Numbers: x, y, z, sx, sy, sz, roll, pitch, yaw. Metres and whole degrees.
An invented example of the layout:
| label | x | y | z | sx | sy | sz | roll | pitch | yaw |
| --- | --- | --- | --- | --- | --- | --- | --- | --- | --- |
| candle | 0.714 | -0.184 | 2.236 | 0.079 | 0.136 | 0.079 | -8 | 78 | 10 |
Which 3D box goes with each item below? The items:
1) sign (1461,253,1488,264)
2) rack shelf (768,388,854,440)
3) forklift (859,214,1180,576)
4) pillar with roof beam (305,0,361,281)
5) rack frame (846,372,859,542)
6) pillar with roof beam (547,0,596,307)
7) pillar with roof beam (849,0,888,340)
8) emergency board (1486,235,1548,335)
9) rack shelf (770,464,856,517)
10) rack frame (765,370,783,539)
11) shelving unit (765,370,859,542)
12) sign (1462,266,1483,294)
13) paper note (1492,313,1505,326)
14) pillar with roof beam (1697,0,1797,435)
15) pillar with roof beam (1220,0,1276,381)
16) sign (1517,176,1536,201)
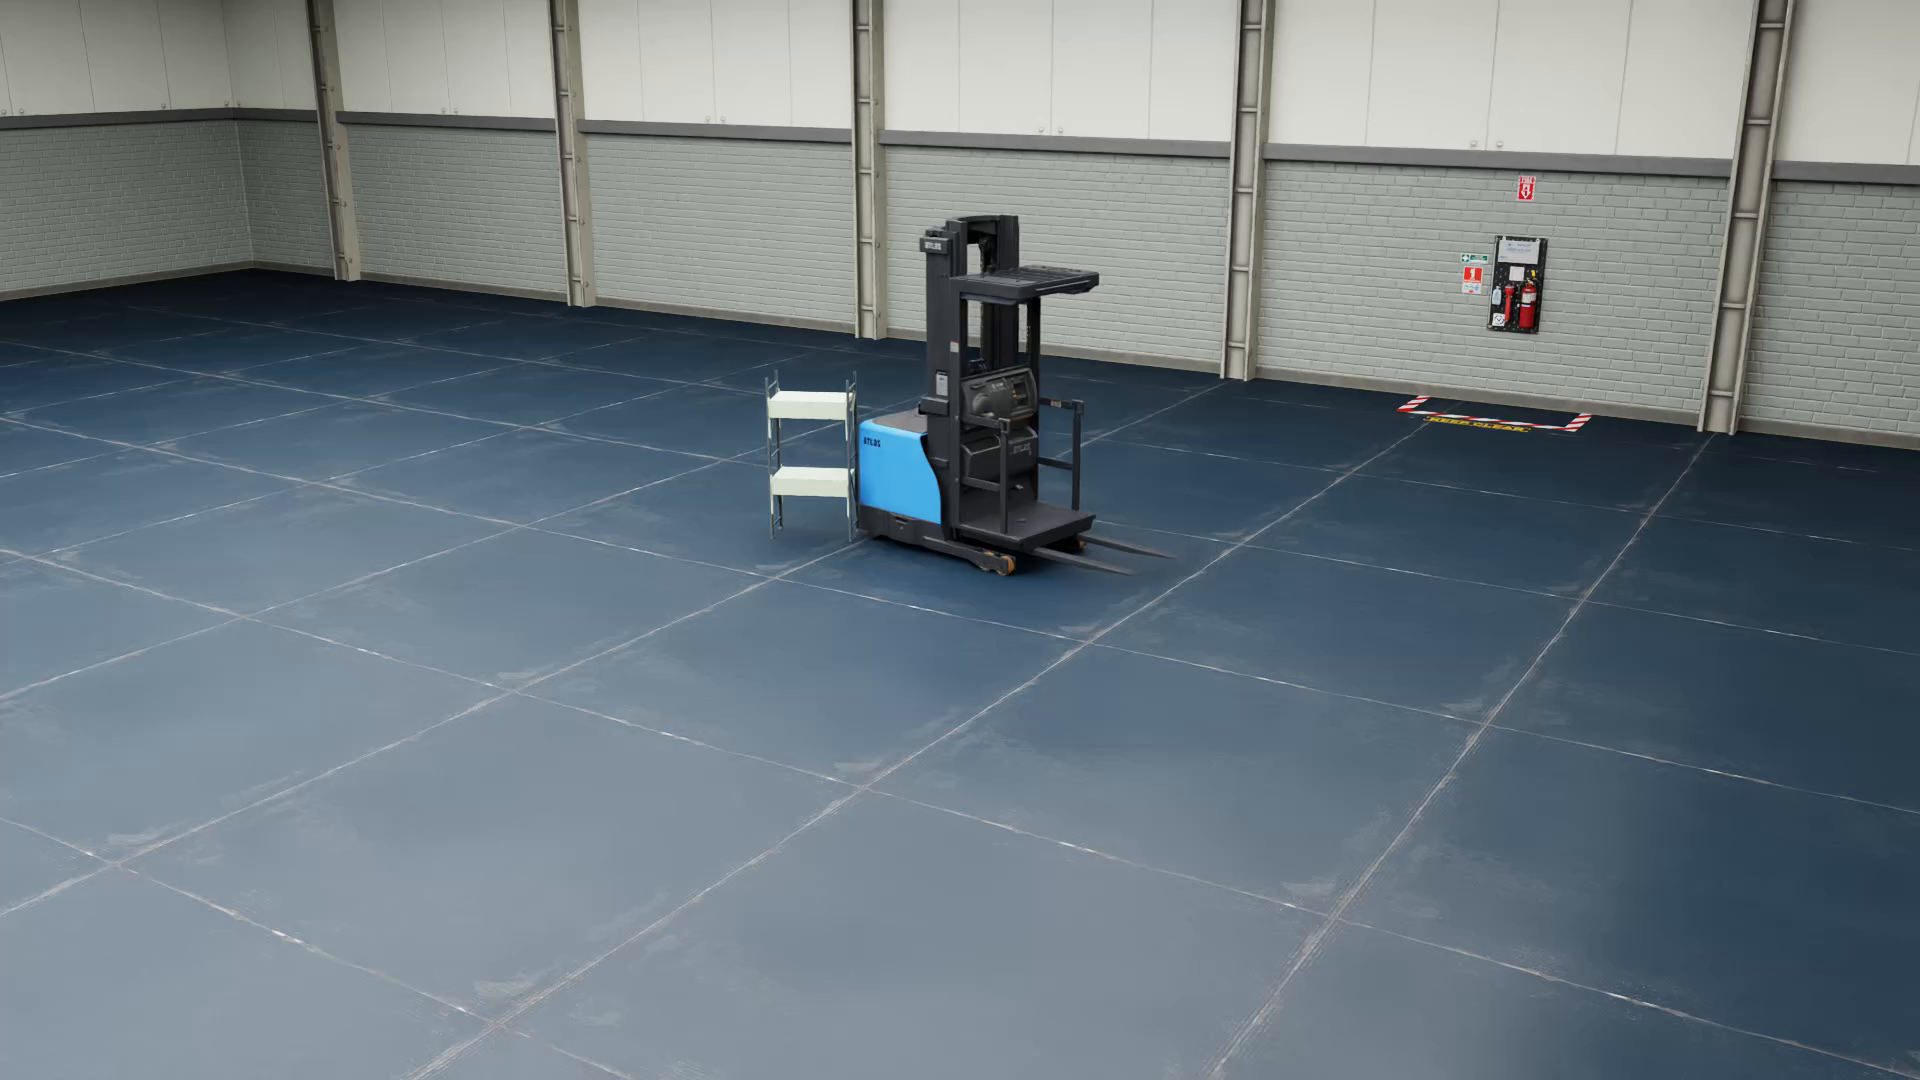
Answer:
| label | x | y | z | sx | sy | sz | roll | pitch | yaw |
| --- | --- | --- | --- | --- | --- | --- | --- | --- | --- |
| sign | 6.366 | -3.481 | 20.576 | 0.331 | 0.109 | 0.001 | 10 | 20 | 30 |
| rack shelf | -1.341 | -1.144 | 15.093 | 0.720 | 0.370 | 0.431 | 2 | 17 | 7 |
| forklift | 0.505 | -1.269 | 14.386 | 3.031 | 2.935 | 1.130 | 15 | 22 | 40 |
| pillar with roof beam | -13.835 | -8.173 | 26.674 | 0.400 | 9.000 | 9.100 | 10 | 20 | 30 |
| rack frame | -0.978 | -0.757 | 15.163 | 0.023 | 1.500 | 0.400 | 2 | 17 | 7 |
| pillar with roof beam | -8.722 | -7.261 | 23.670 | 0.400 | 9.000 | 9.100 | 10 | 20 | 30 |
| pillar with roof beam | -3.609 | -6.348 | 20.665 | 0.400 | 9.000 | 9.100 | 10 | 20 | 30 |
| emergency board | 6.784 | -3.104 | 20.307 | 0.643 | 1.169 | 0.194 | 10 | 20 | 30 |
| rack shelf | -1.341 | -0.459 | 15.301 | 0.720 | 0.370 | 0.431 | 2 | 17 | 7 |
| rack frame | -1.705 | -0.784 | 15.249 | 0.023 | 1.500 | 0.400 | 2 | 17 | 7 |
| shelving unit | -1.341 | -0.771 | 15.206 | 0.755 | 1.500 | 0.431 | 2 | 17 | 7 |
| sign | 6.366 | -3.230 | 20.662 | 0.234 | 0.329 | 0.001 | 10 | 20 | 30 |
| paper note | 6.669 | -2.726 | 20.580 | 0.142 | 0.148 | 0.016 | 10 | 20 | 30 |
| pillar with roof beam | 6.616 | -4.523 | 14.656 | 0.400 | 9.000 | 9.100 | 10 | 20 | 30 |
| pillar with roof beam | 1.504 | -5.435 | 17.661 | 0.400 | 9.000 | 9.100 | 10 | 20 | 30 |
| sign | 6.829 | -4.239 | 20.055 | 0.199 | 0.298 | 0.001 | 10 | 20 | 30 |
